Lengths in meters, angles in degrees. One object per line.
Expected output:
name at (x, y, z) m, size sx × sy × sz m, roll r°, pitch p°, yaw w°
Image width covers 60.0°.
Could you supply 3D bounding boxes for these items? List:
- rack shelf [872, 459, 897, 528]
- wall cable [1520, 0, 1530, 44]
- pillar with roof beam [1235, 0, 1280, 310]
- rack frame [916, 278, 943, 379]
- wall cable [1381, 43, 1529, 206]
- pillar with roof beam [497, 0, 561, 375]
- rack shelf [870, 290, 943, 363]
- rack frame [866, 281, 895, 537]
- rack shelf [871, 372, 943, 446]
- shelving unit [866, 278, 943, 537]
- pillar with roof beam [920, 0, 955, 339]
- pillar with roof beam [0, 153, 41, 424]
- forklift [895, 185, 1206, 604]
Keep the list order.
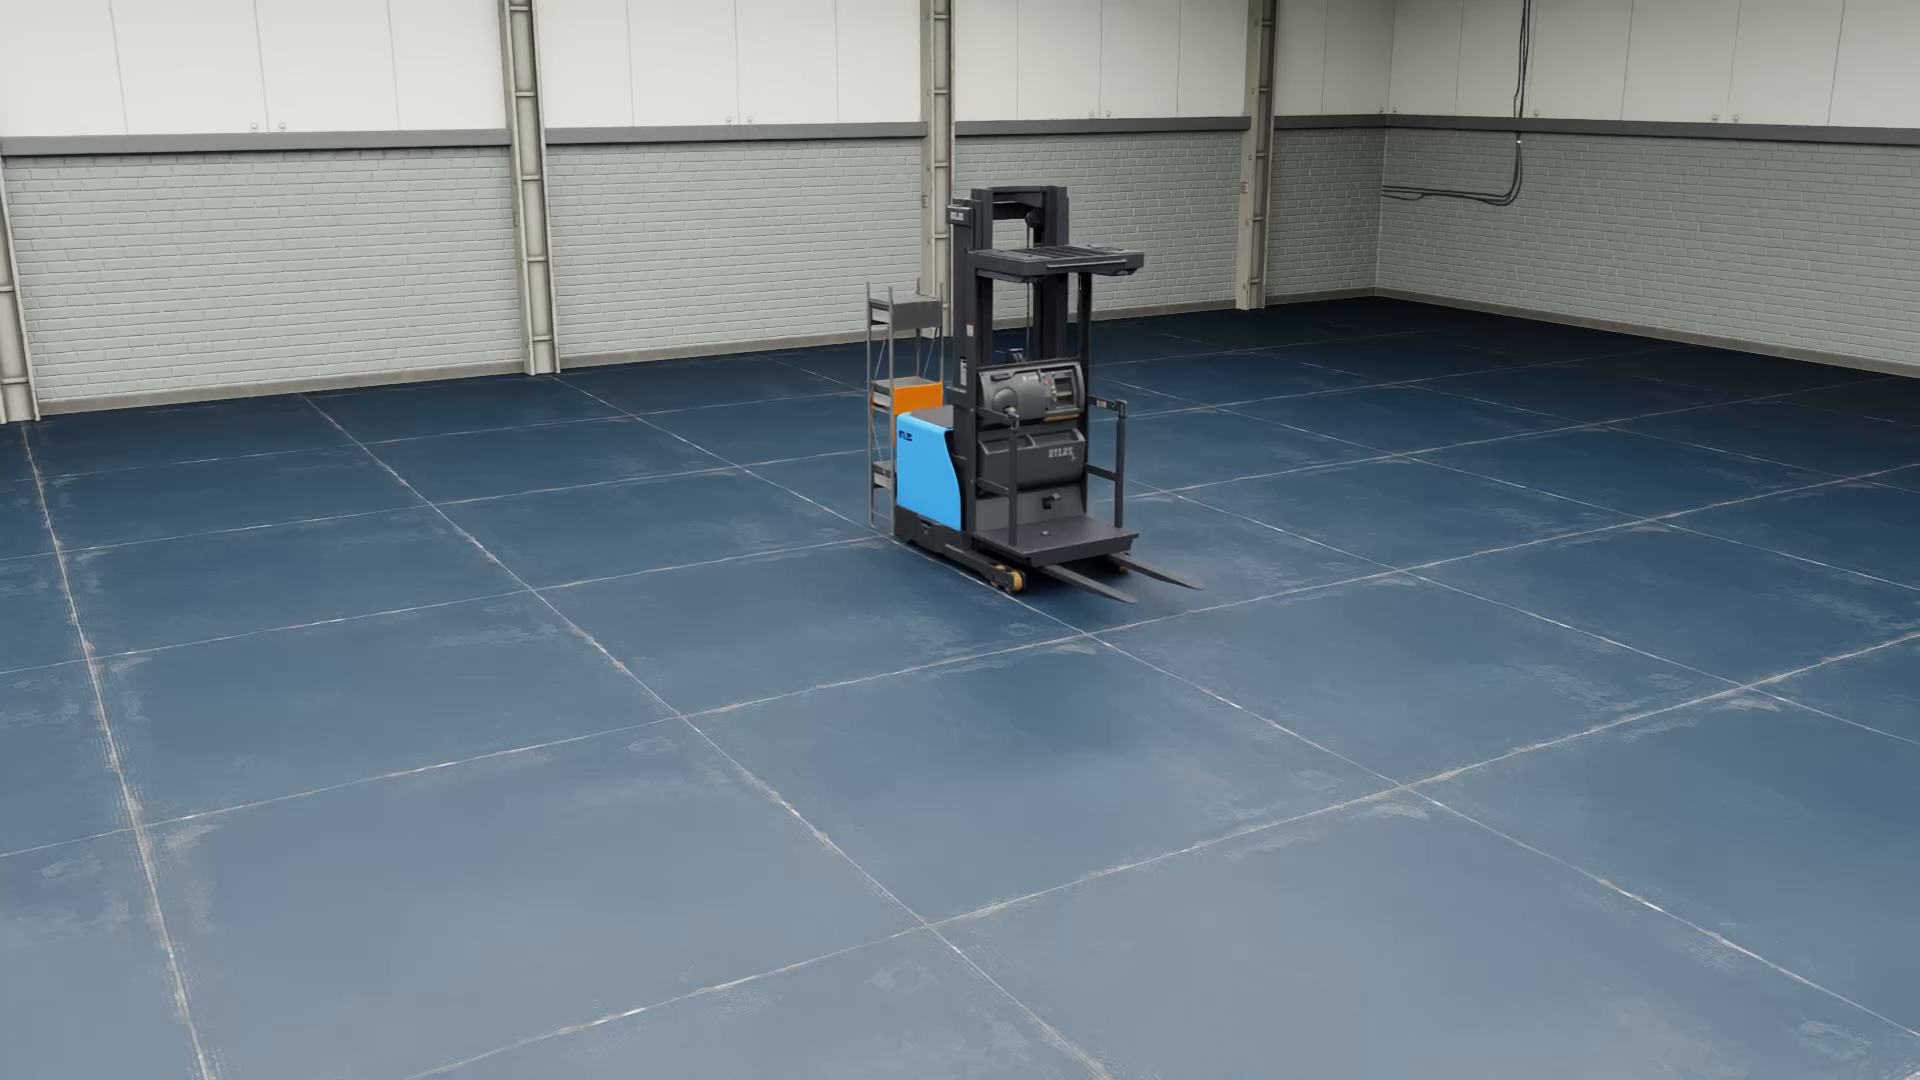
rack shelf at (-0.458, -0.435, 14.214) m, size 0.480 × 0.518 × 0.431 m, roll -10°, pitch 18°, yaw -32°
wall cable at (9.423, -8.610, 24.348) m, size 0.112 × 2.526 × 3.097 m, roll -9°, pitch 18°, yaw -30°
pillar with roof beam at (7.041, -7.199, 22.921) m, size 0.400 × 9.000 × 9.100 m, roll -9°, pitch 18°, yaw -30°
rack frame at (-0.254, -1.158, 14.149) m, size 0.015 × 2.100 × 0.400 m, roll -10°, pitch 18°, yaw -32°
wall cable at (8.030, -6.804, 27.263) m, size 0.112 × 2.526 × 3.097 m, roll -9°, pitch 18°, yaw -30°
pillar with roof beam at (-3.245, -5.531, 16.970) m, size 0.400 × 9.000 × 9.100 m, roll -9°, pitch 18°, yaw -30°
rack shelf at (-0.458, -1.783, 13.836) m, size 0.480 × 0.518 × 0.431 m, roll -10°, pitch 18°, yaw -32°
rack frame at (-0.663, -1.086, 13.894) m, size 0.015 × 2.100 × 0.400 m, roll -10°, pitch 18°, yaw -32°
rack shelf at (-0.458, -1.109, 14.025) m, size 0.480 × 0.518 × 0.431 m, roll -10°, pitch 18°, yaw -32°
shelving unit at (-0.458, -1.122, 14.022) m, size 0.503 × 2.100 × 0.431 m, roll -10°, pitch 18°, yaw -32°
pillar with roof beam at (1.898, -6.365, 19.946) m, size 0.400 × 9.000 × 9.100 m, roll -9°, pitch 18°, yaw -30°
pillar with roof beam at (-8.388, -4.697, 13.995) m, size 0.400 × 9.000 × 9.100 m, roll -9°, pitch 18°, yaw -30°
forklift at (0.670, -1.154, 12.597) m, size 1.130 × 2.935 × 3.031 m, roll -10°, pitch 18°, yaw -31°
